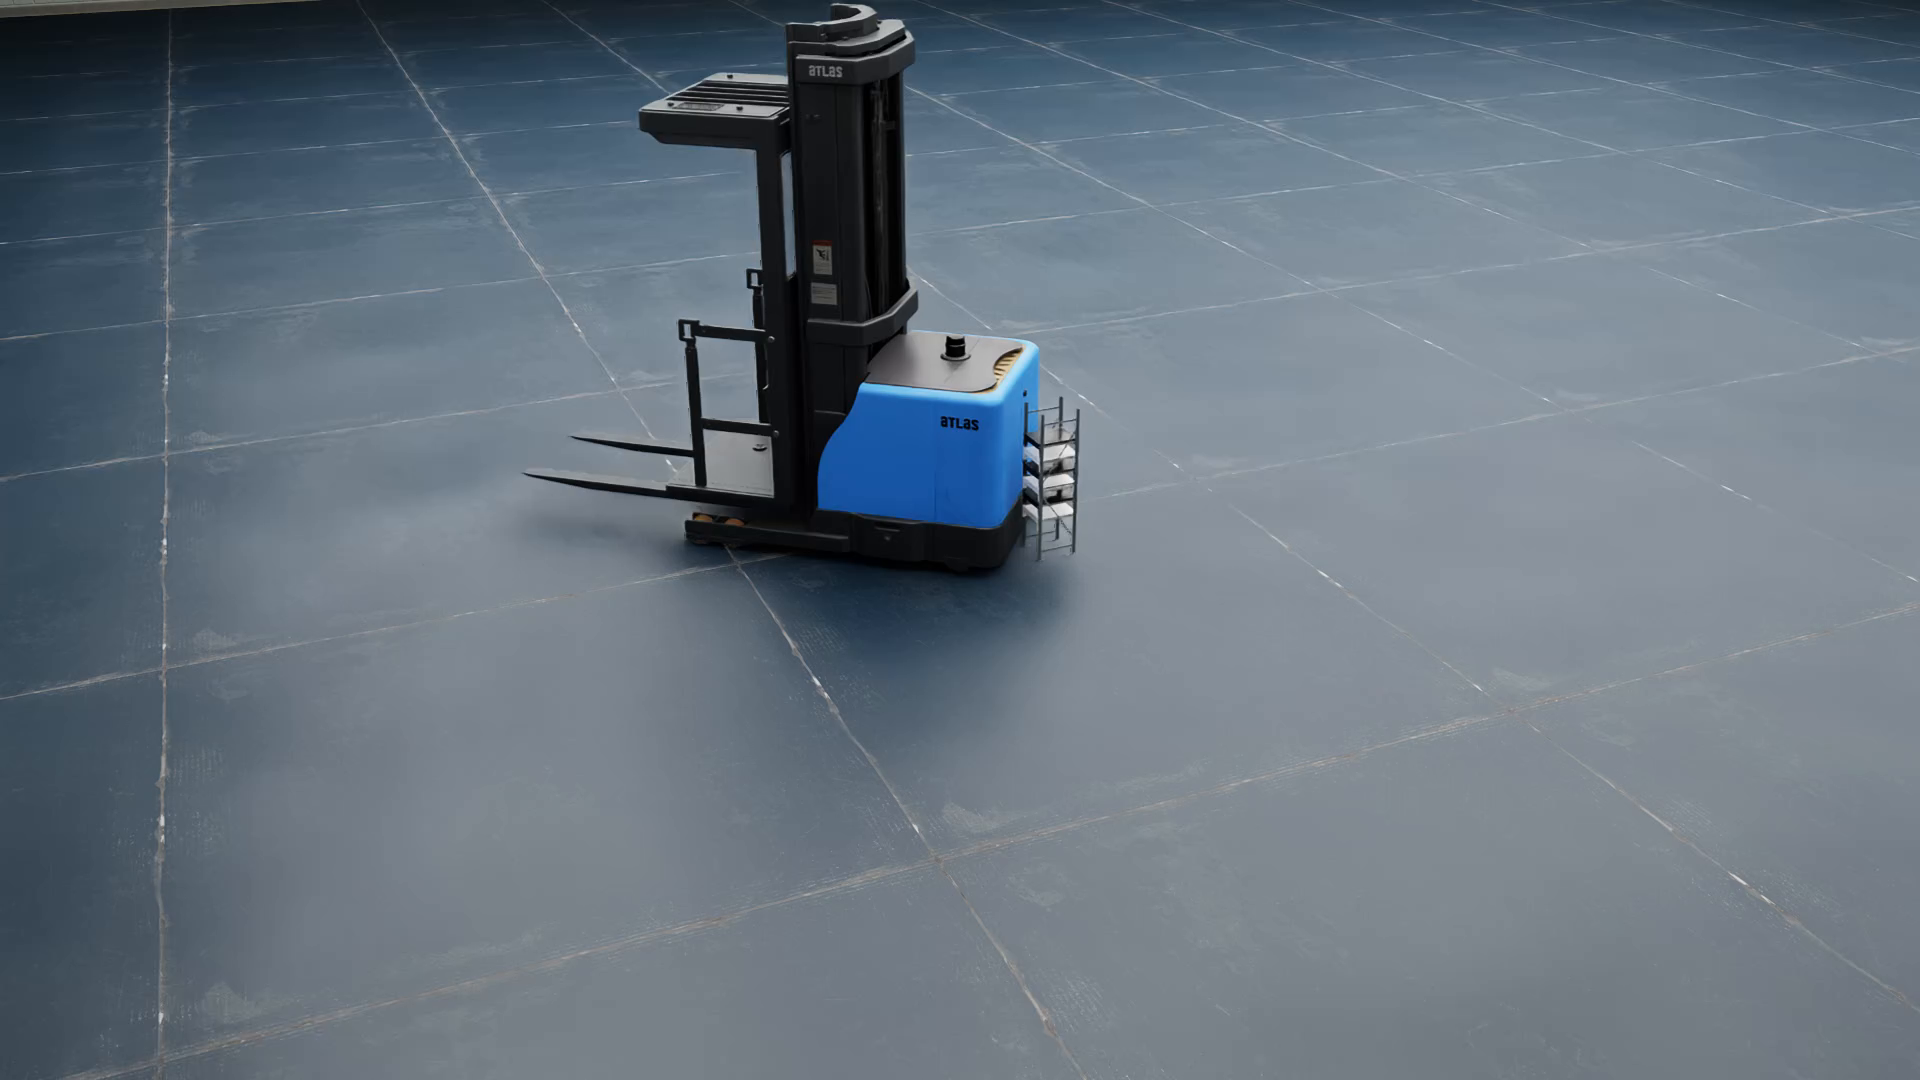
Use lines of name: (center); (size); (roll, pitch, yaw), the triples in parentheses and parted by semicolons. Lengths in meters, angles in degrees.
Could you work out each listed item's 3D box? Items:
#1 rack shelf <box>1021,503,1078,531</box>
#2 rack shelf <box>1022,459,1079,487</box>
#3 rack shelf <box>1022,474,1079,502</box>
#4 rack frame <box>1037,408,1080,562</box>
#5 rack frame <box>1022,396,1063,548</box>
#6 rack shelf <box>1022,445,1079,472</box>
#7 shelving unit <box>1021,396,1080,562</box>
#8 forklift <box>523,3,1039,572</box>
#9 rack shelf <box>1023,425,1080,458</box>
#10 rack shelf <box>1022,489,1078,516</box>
rack shelf: (0.511, -0.149, 9.515); (0.258, 0.077, 0.200); (-11, 28, -22)
rack shelf: (0.511, -0.391, 9.397); (0.258, 0.077, 0.200); (-11, 28, -22)
rack shelf: (0.511, -0.311, 9.436); (0.258, 0.077, 0.200); (-11, 28, -22)
rack frame: (0.553, -0.300, 9.338); (0.240, 0.900, 0.006); (-11, 28, -22)
rack frame: (0.470, -0.381, 9.505); (0.240, 0.900, 0.006); (-11, 28, -22)
rack shelf: (0.511, -0.472, 9.357); (0.258, 0.077, 0.200); (-11, 28, -22)
shelving unit: (0.511, -0.340, 9.422); (0.258, 0.900, 0.210); (-11, 28, -22)
forklift: (-1.101, -1.485, 9.450); (3.031, 2.935, 1.130); (7, 27, 14)
rack shelf: (0.511, -0.553, 9.318); (0.258, 0.077, 0.200); (-11, 28, -22)
rack shelf: (0.511, -0.230, 9.476); (0.258, 0.077, 0.200); (-11, 28, -22)
